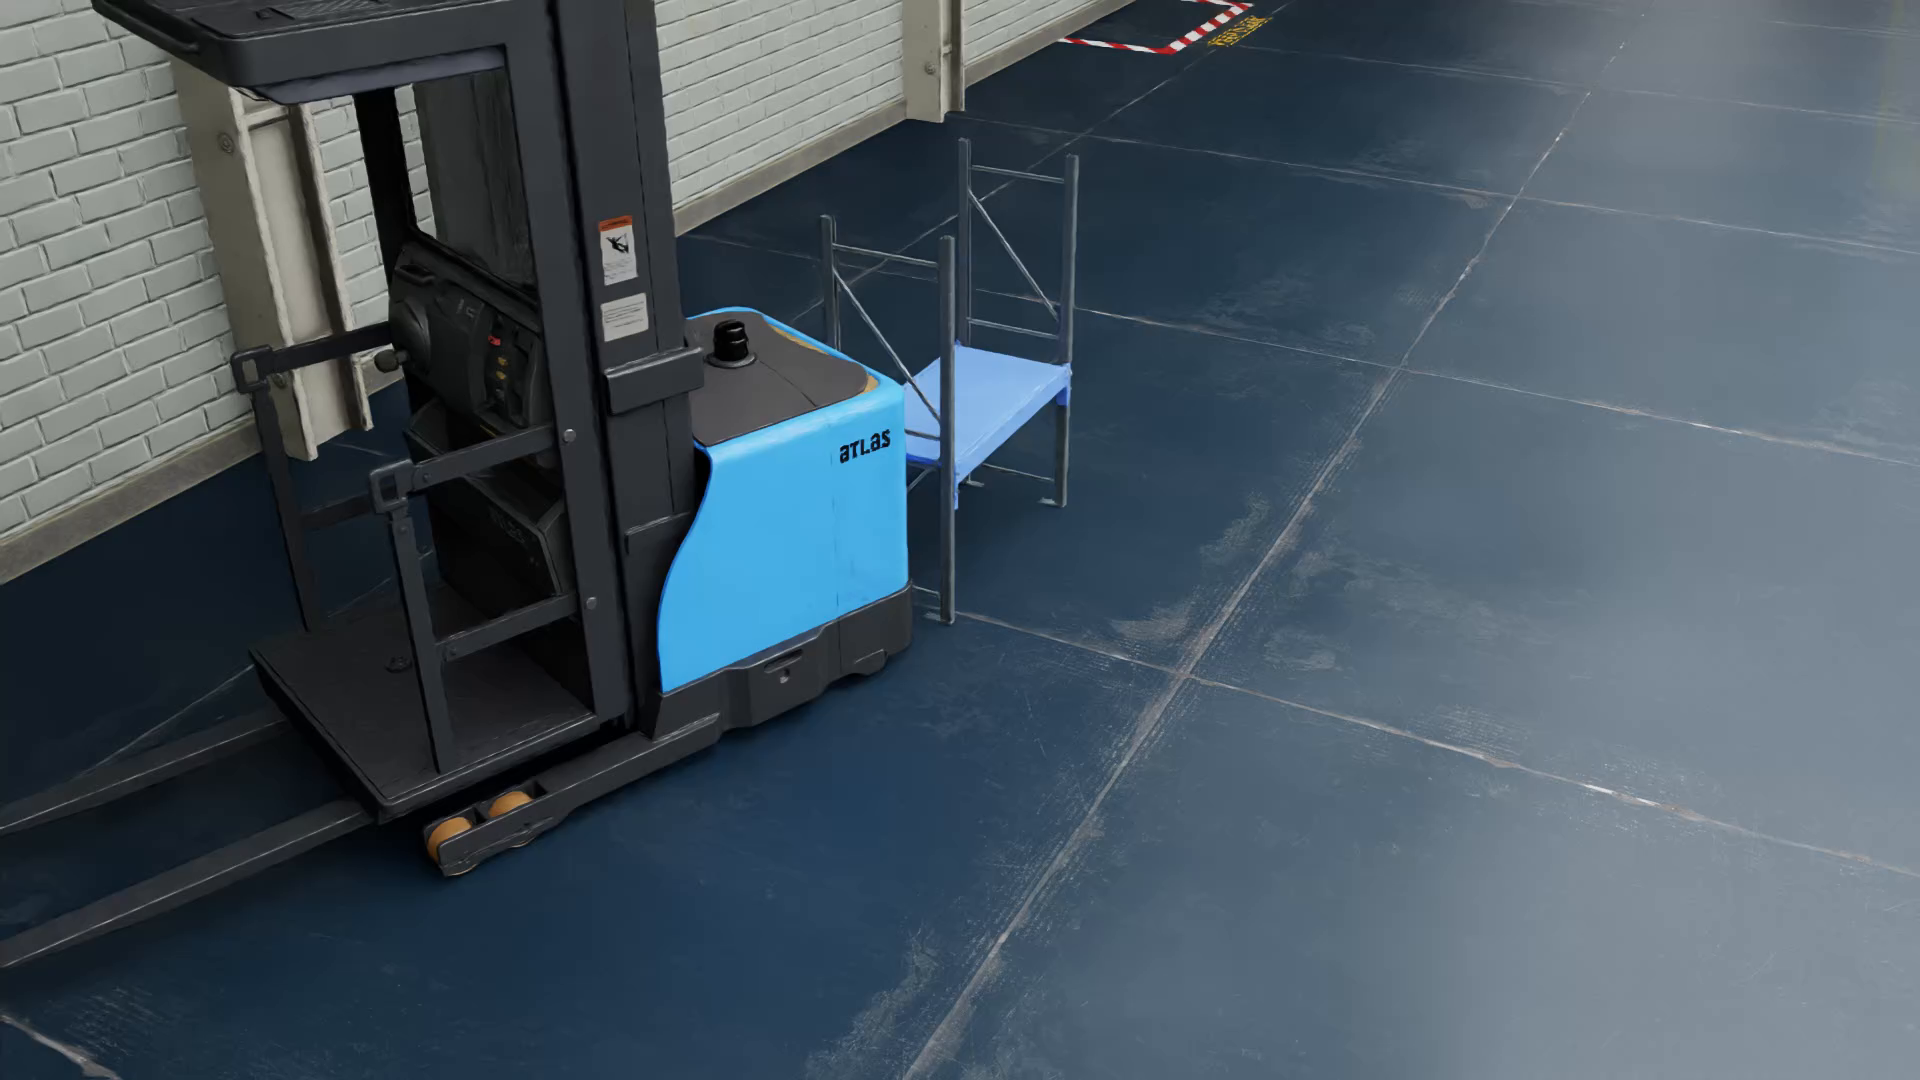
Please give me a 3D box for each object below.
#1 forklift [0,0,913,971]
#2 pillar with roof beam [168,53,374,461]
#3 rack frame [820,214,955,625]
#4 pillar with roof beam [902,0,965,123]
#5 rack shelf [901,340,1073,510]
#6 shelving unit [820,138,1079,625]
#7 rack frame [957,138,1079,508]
[{"bbox_3d":[-1.618,-0.562,4.785,3.031,2.935,1.130,-23,37,-34],"label":"forklift"},{"bbox_3d":[0.910,-3.394,3.625,9.100,9.000,0.400,14,33,23],"label":"pillar with roof beam"},{"bbox_3d":[-0.247,-0.397,5.936,0.500,1.500,0.032,14,33,23],"label":"rack frame"},{"bbox_3d":[3.643,-6.054,8.257,9.100,9.000,0.400,14,33,23],"label":"pillar with roof beam"},{"bbox_3d":[-0.014,-0.466,6.417,0.538,0.185,1.000,14,33,23],"label":"rack shelf"},{"bbox_3d":[-0.014,-0.622,6.328,0.538,1.500,1.048,14,33,23],"label":"shelving unit"},{"bbox_3d":[0.219,-0.847,6.720,0.500,1.500,0.032,14,33,23],"label":"rack frame"}]
